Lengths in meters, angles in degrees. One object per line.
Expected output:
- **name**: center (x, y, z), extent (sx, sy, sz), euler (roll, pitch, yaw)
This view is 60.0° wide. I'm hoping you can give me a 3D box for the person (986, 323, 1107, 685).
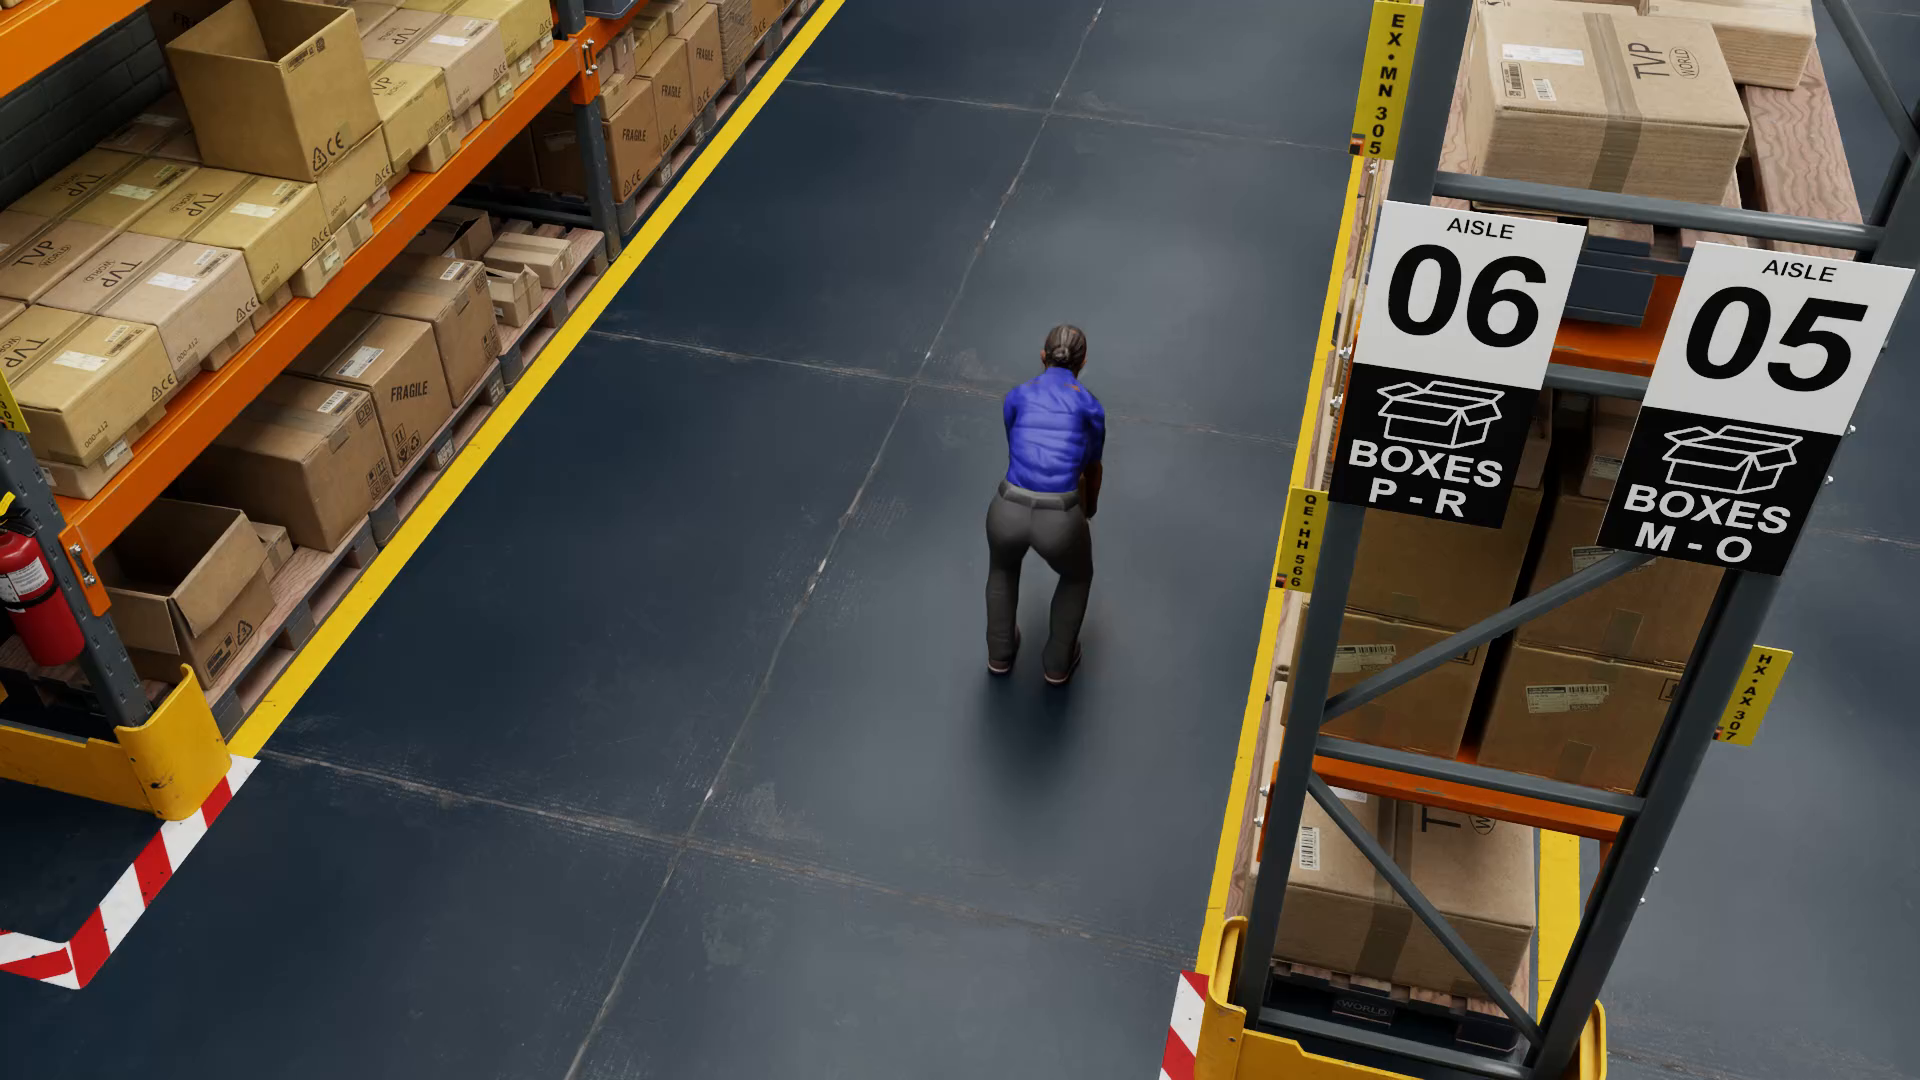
- **person**: center (0.347, -0.119, 6.561), extent (0.422, 1.317, 0.787), euler (10, 42, 11)
